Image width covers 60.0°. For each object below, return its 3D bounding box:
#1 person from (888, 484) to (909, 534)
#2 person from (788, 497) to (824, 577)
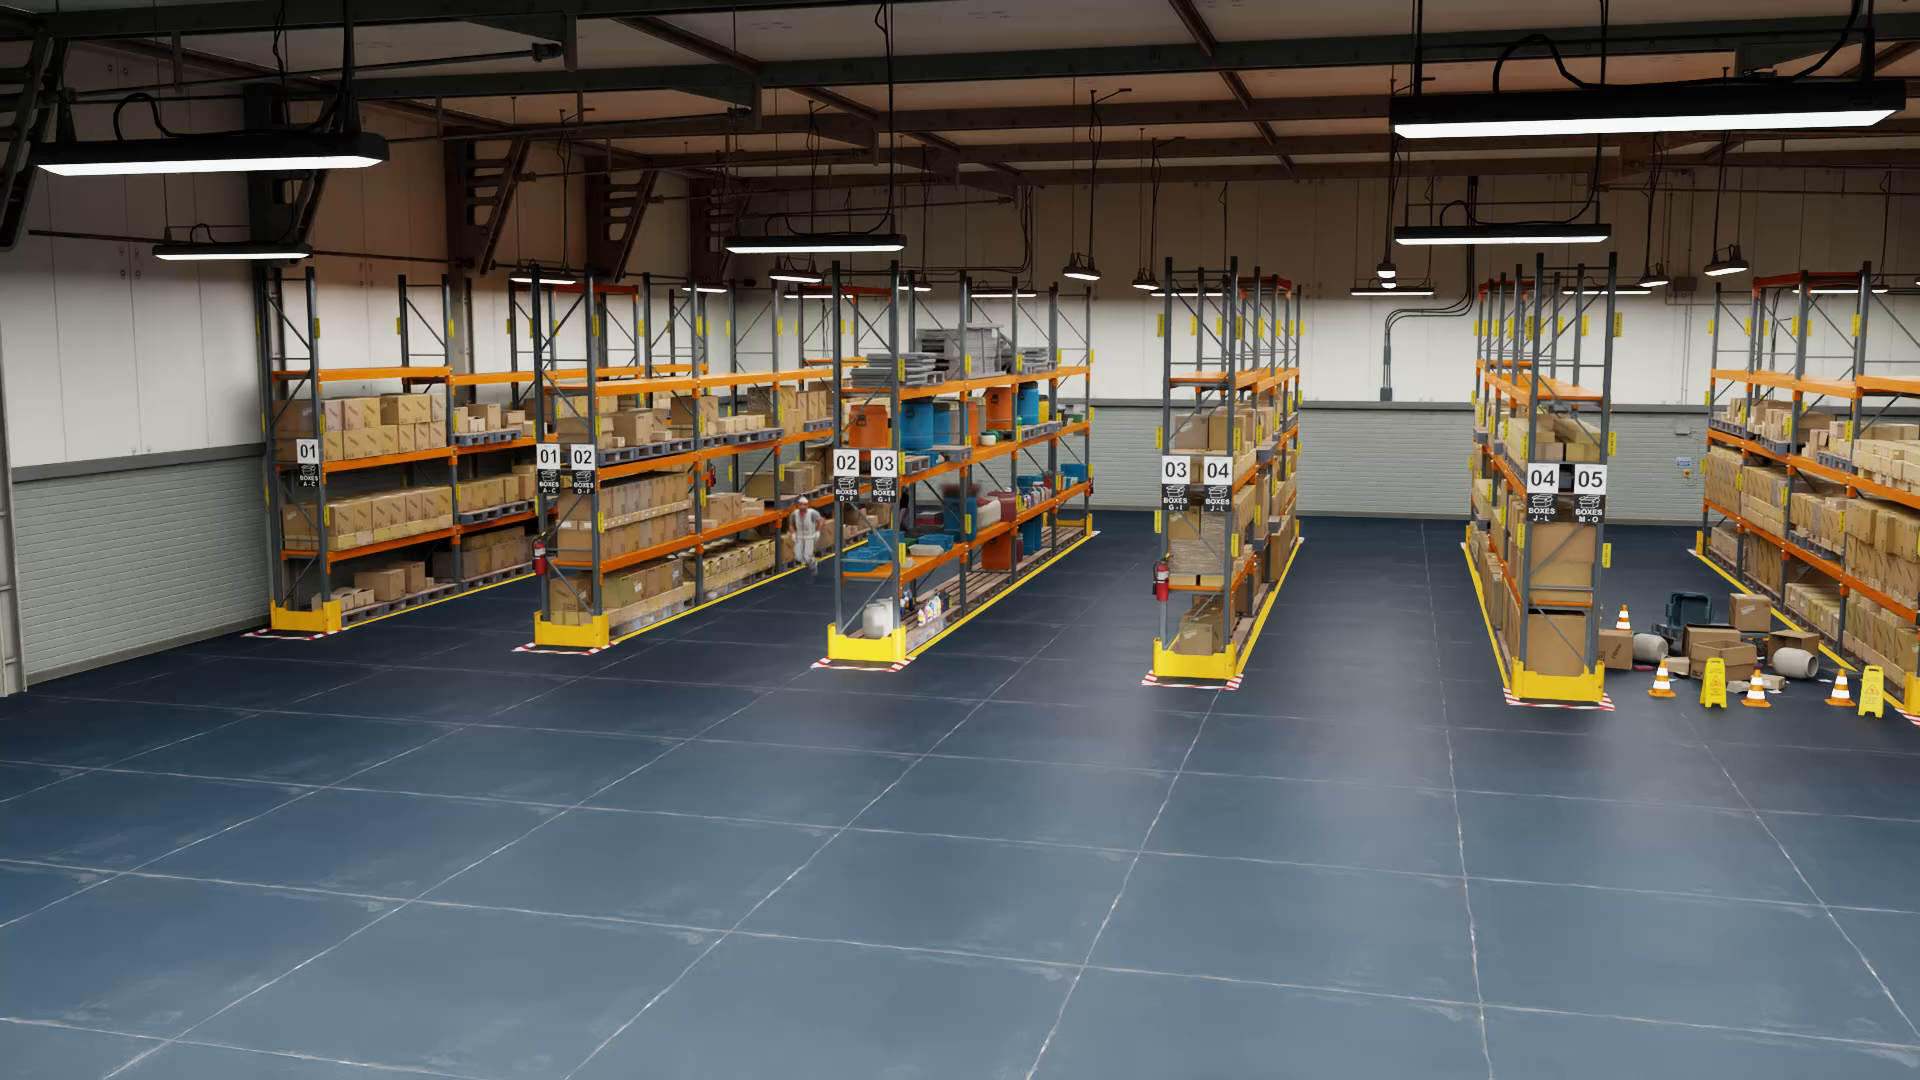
[{"bbox_3d":[-1.391,-0.769,39.167,0.658,1.626,0.719,3,8,24],"label":"person"},{"bbox_3d":[-3.033,-0.063,32.627,0.647,1.621,0.660,3,8,23],"label":"person"}]
